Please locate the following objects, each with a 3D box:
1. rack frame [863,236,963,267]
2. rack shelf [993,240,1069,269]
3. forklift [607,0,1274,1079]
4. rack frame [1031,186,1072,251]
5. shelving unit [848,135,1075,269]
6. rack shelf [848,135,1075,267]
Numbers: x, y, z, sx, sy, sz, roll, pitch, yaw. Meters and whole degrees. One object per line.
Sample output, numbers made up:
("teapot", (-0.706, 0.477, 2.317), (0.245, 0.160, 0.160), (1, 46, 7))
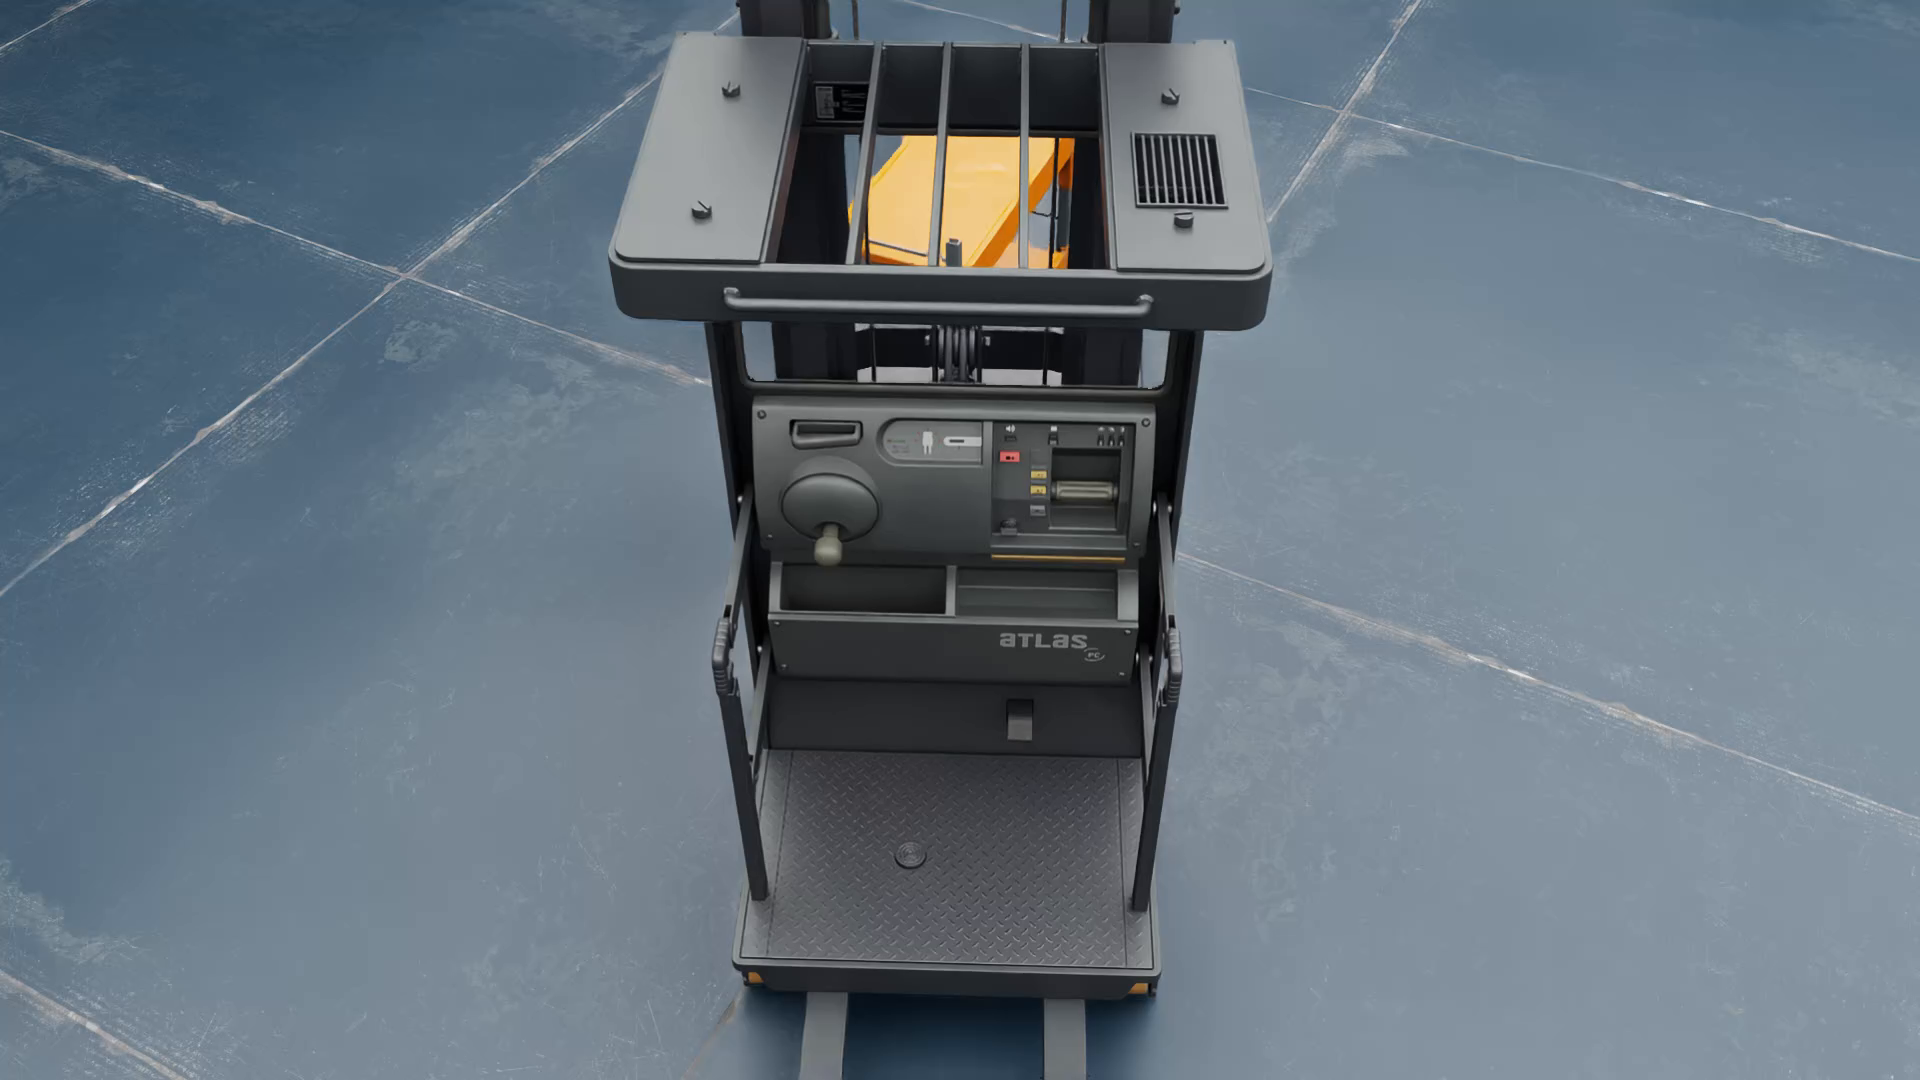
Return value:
("rack frame", (-0.228, -0.585, 5.537), (0.500, 1.125, 0.032), (17, 48, 16))
("rack shelf", (-0.027, -0.745, 6.039), (0.538, 0.278, 1.000), (17, 48, 16))
("forklift", (-0.021, -0.037, 3.725), (1.130, 2.935, 3.031), (1, 45, 1))
("rack frame", (0.174, -1.249, 6.194), (0.500, 1.125, 0.032), (17, 48, 16))
("shelving unit", (-0.027, -0.917, 5.865), (0.538, 1.125, 1.048), (17, 48, 16))
("rack shelf", (-0.027, -1.123, 5.657), (0.538, 0.278, 1.000), (17, 48, 16))
